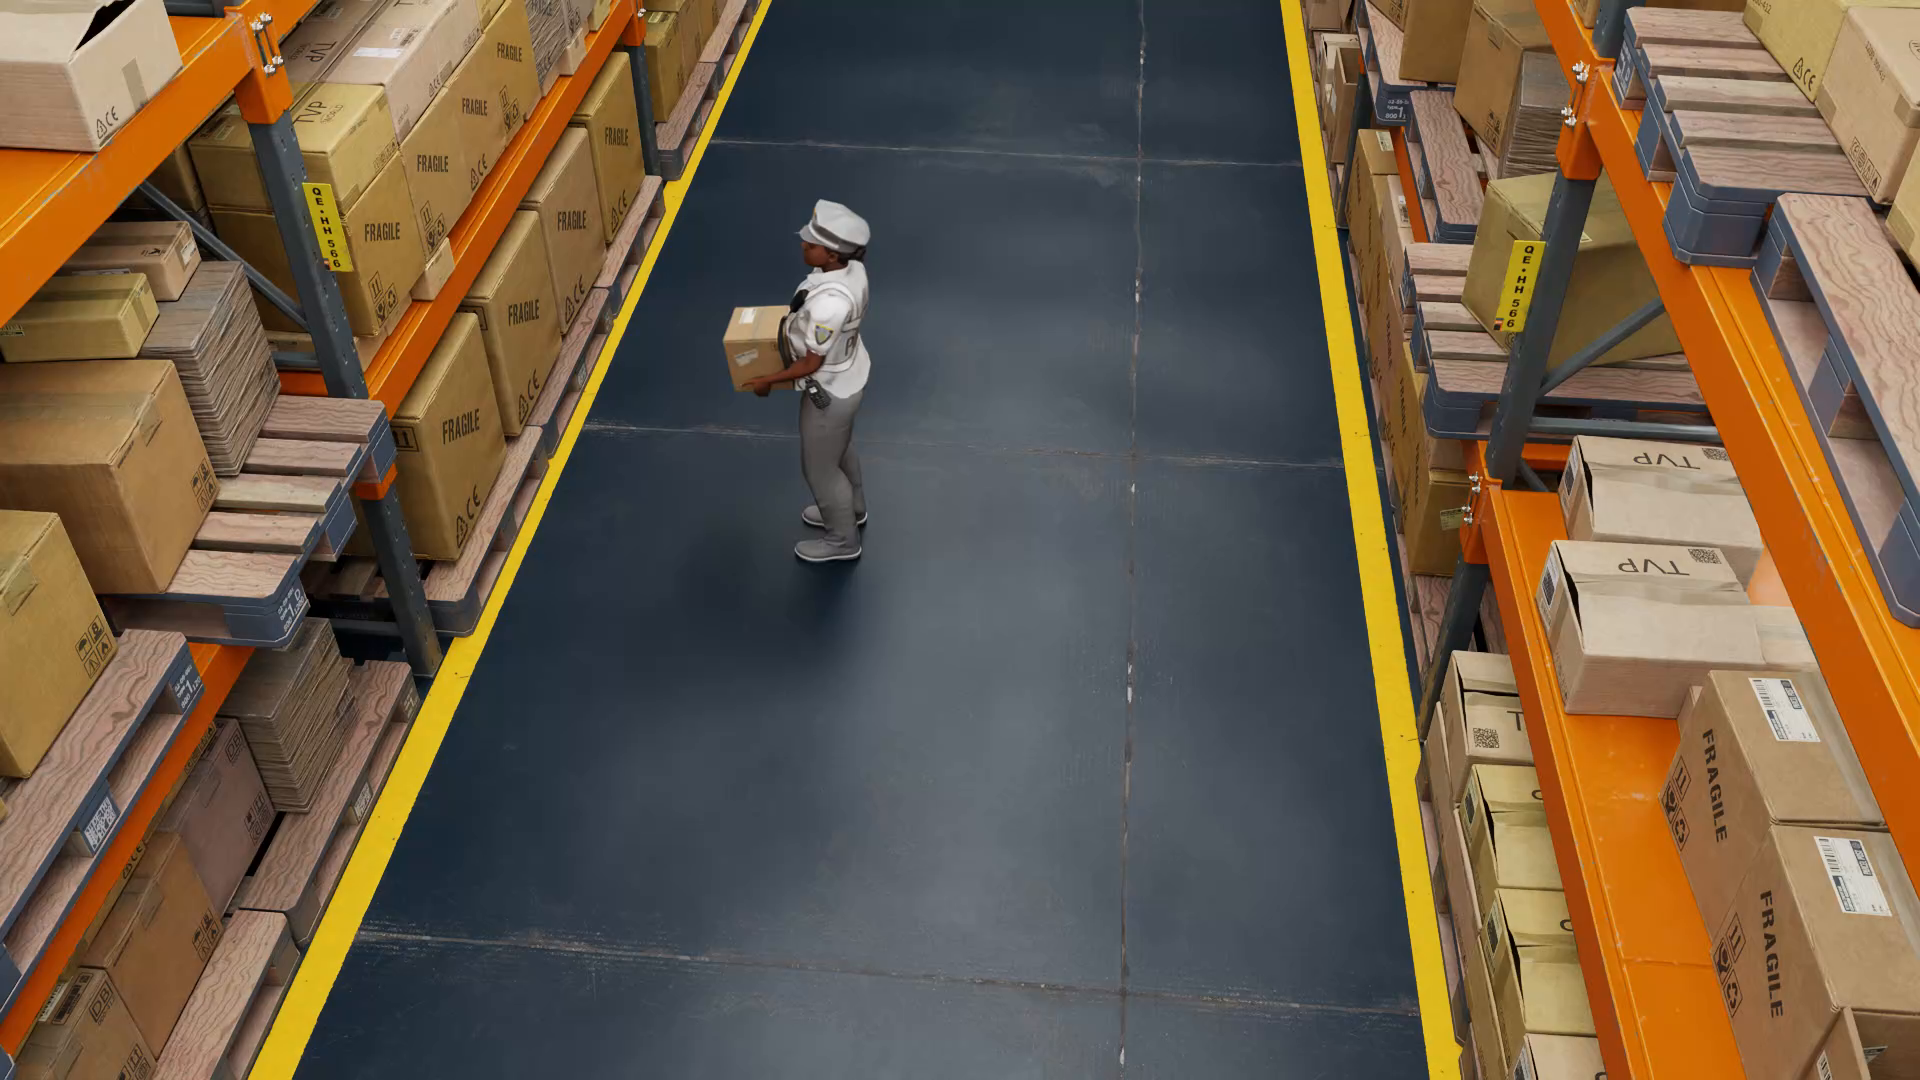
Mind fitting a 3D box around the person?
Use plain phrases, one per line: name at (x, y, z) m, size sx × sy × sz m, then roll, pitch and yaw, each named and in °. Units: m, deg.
person at (-0.614, -0.653, 6.906) m, size 0.540 × 1.688 × 0.450 m, roll 4°, pitch 40°, yaw 4°
